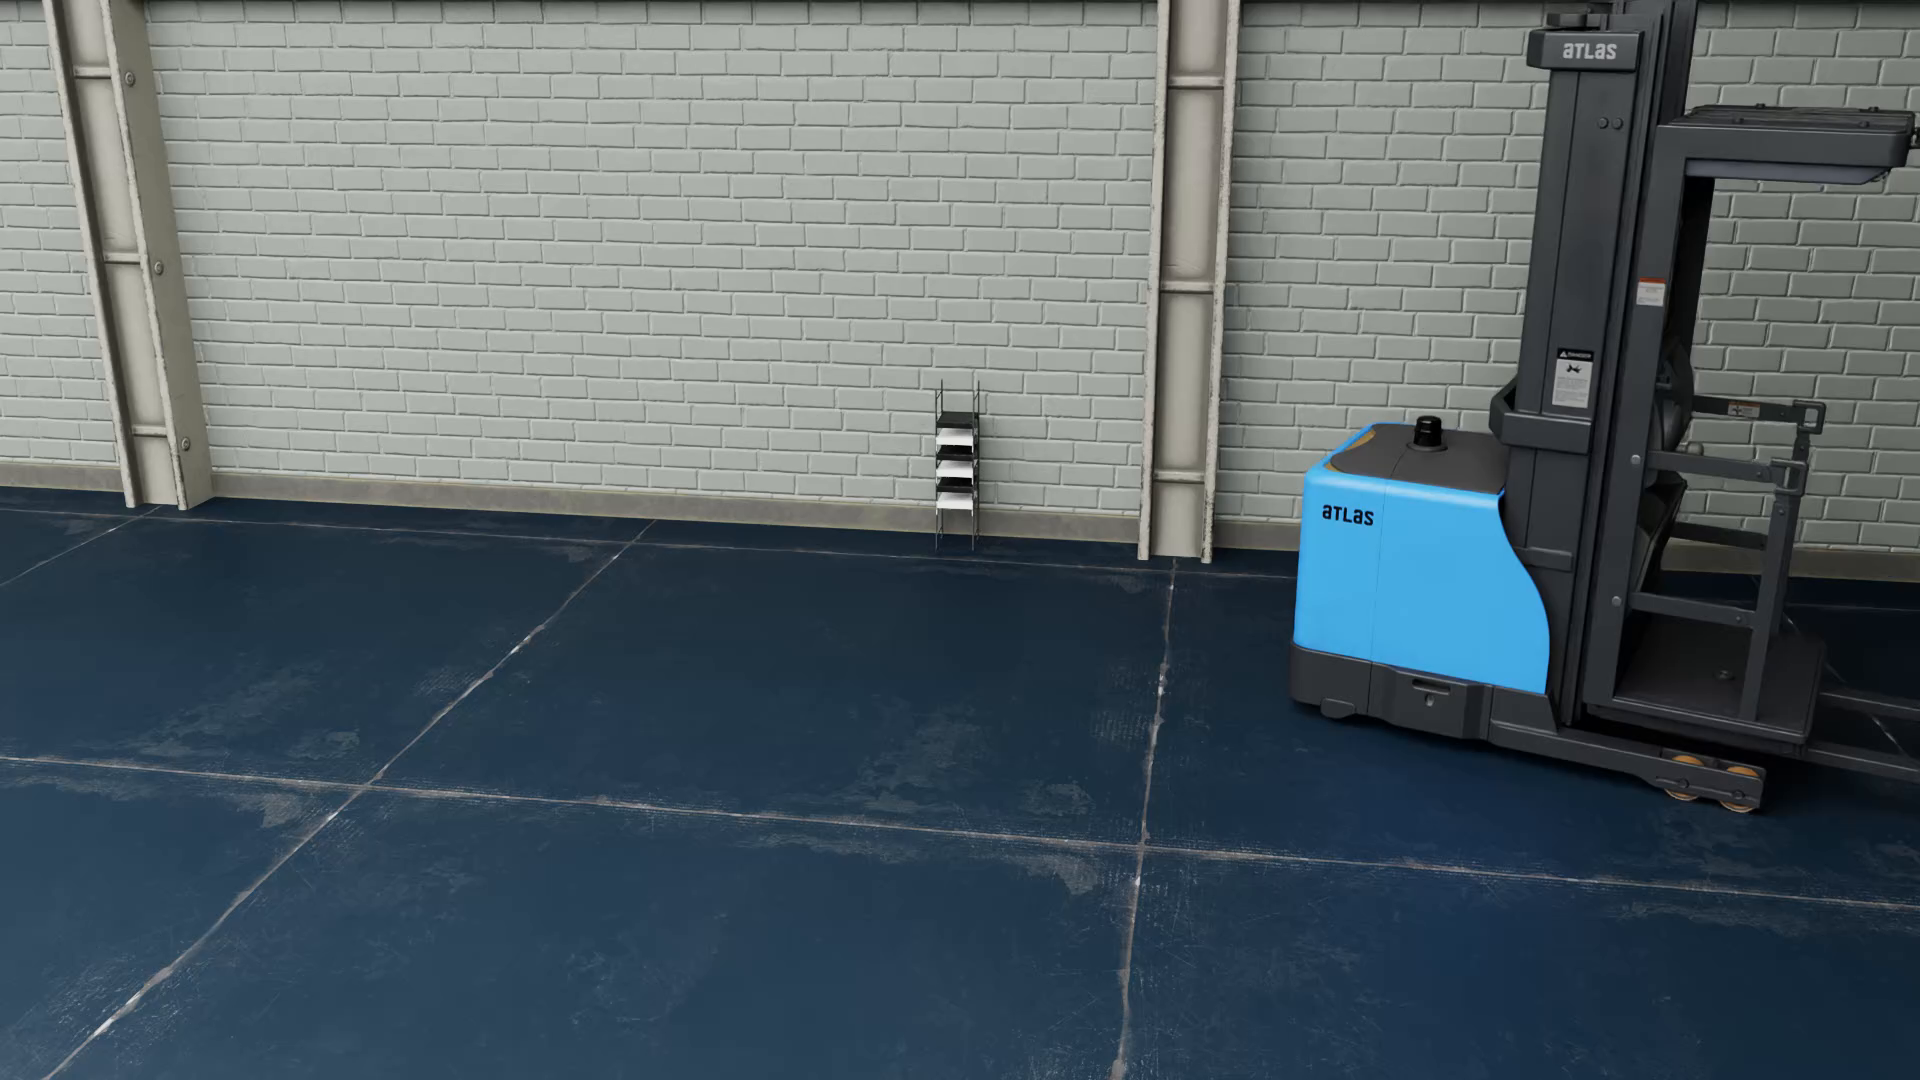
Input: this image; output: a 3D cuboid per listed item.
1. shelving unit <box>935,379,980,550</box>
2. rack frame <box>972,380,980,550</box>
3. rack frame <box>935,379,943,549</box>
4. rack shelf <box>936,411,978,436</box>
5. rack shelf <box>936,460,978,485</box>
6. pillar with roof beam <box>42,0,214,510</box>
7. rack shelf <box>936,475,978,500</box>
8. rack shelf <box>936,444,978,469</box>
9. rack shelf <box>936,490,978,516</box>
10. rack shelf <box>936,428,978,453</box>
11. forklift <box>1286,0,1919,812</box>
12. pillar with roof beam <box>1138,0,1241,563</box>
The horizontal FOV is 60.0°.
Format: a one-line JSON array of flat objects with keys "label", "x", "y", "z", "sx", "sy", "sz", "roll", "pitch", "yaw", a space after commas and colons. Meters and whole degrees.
[{"label": "shelving unit", "x": -0.013, "y": -0.412, "z": 9.115, "sx": 0.210, "sy": 0.900, "sz": 0.258, "roll": 3, "pitch": 19, "yaw": 7}, {"label": "rack frame", "x": 0.088, "y": -0.407, "z": 9.101, "sx": 0.006, "sy": 0.900, "sz": 0.240, "roll": 3, "pitch": 19, "yaw": 7}, {"label": "rack frame", "x": -0.114, "y": -0.416, "z": 9.128, "sx": 0.006, "sy": 0.900, "sz": 0.240, "roll": 3, "pitch": 19, "yaw": 7}, {"label": "rack shelf", "x": -0.013, "y": -0.636, "z": 9.039, "sx": 0.200, "sy": 0.077, "sz": 0.258, "roll": 3, "pitch": 19, "yaw": 7}, {"label": "rack shelf", "x": -0.013, "y": -0.380, "z": 9.125, "sx": 0.200, "sy": 0.077, "sz": 0.258, "roll": 3, "pitch": 19, "yaw": 7}, {"label": "pillar with roof beam", "x": -5.425, "y": -3.154, "z": 4.547, "sx": 0.400, "sy": 9.000, "sz": 9.100, "roll": 3, "pitch": 19, "yaw": 9}, {"label": "rack shelf", "x": -0.013, "y": -0.295, "z": 9.154, "sx": 0.200, "sy": 0.077, "sz": 0.258, "roll": 3, "pitch": 19, "yaw": 7}, {"label": "rack shelf", "x": -0.013, "y": -0.465, "z": 9.097, "sx": 0.200, "sy": 0.077, "sz": 0.258, "roll": 3, "pitch": 19, "yaw": 7}, {"label": "rack shelf", "x": -0.013, "y": -0.209, "z": 9.183, "sx": 0.200, "sy": 0.077, "sz": 0.258, "roll": 3, "pitch": 19, "yaw": 7}, {"label": "rack shelf", "x": -0.013, "y": -0.551, "z": 9.068, "sx": 0.200, "sy": 0.077, "sz": 0.258, "roll": 3, "pitch": 19, "yaw": 7}, {"label": "forklift", "x": 2.935, "y": -0.560, "z": 6.357, "sx": 3.031, "sy": 2.935, "sz": 1.130, "roll": 10, "pitch": 21, "yaw": 28}, {"label": "pillar with roof beam", "x": 0.499, "y": -2.852, "z": 3.644, "sx": 0.400, "sy": 9.000, "sz": 9.100, "roll": 3, "pitch": 19, "yaw": 9}]
